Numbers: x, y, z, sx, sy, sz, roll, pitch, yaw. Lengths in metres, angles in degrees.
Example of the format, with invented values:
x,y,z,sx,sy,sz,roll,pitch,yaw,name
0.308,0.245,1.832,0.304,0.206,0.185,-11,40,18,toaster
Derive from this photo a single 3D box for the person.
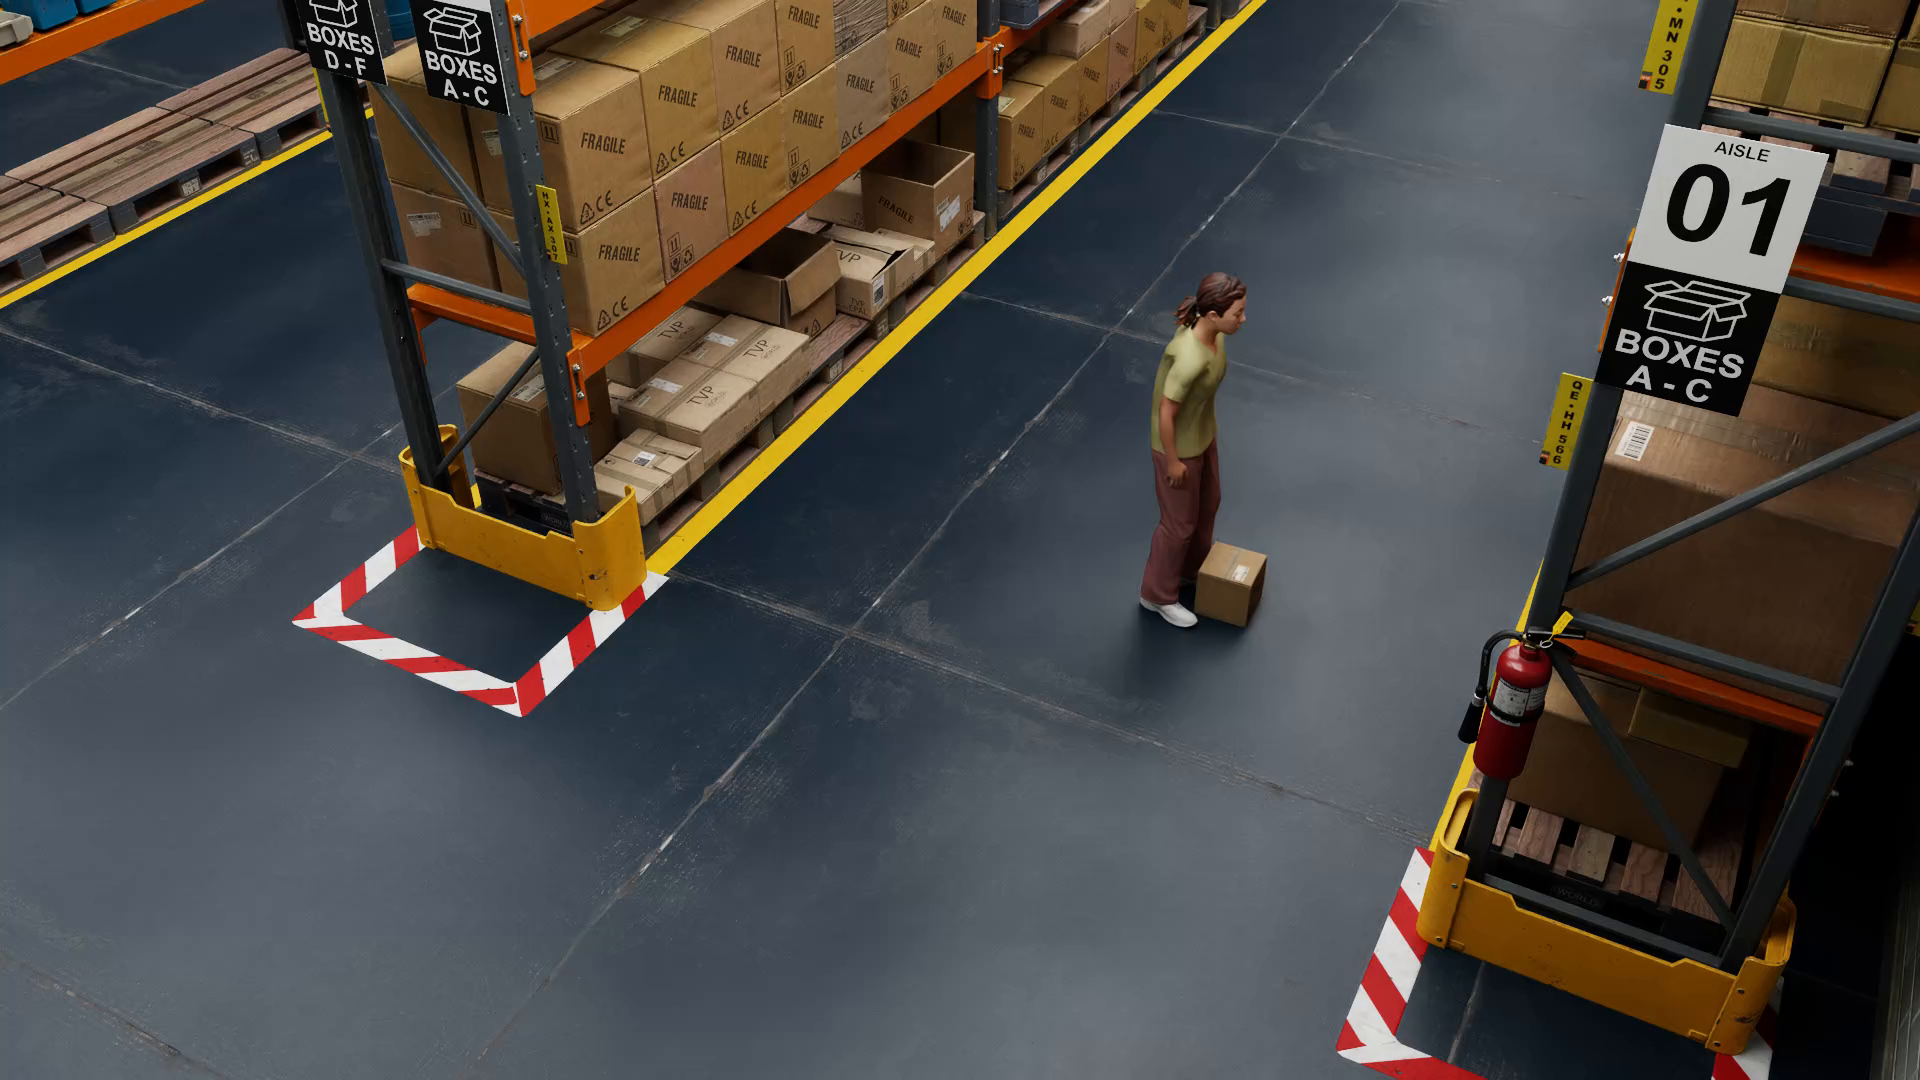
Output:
x,y,z,sx,sy,sz,roll,pitch,yaw,name
1.040,-0.414,7.278,0.416,1.671,0.506,16,41,19,person
